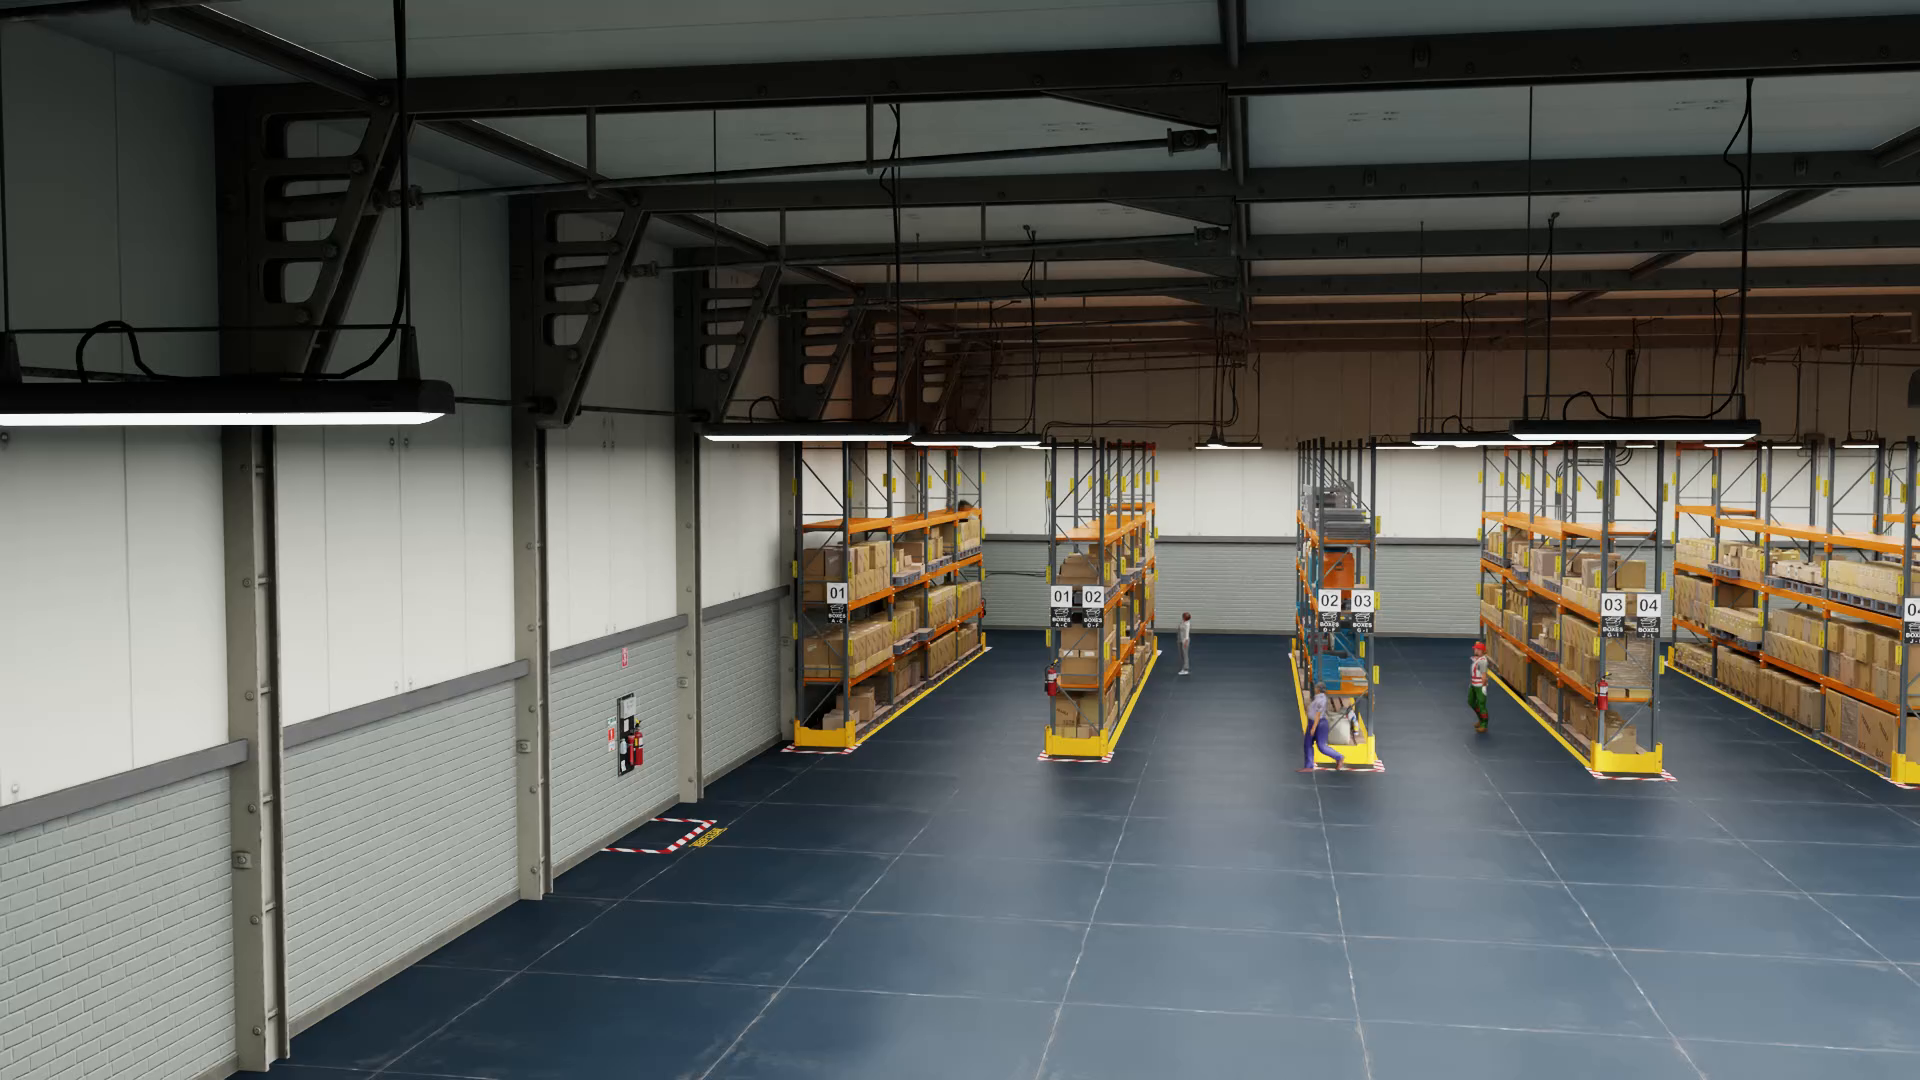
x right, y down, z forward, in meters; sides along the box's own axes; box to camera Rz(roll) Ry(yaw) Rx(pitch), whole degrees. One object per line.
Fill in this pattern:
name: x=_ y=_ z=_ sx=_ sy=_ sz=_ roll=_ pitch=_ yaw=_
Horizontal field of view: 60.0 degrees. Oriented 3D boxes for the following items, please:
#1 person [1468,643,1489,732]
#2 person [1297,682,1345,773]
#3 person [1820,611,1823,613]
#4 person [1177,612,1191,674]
person: x=10.687 y=3.004 z=34.129 sx=0.402 sy=1.793 sz=0.606 roll=0 pitch=3 yaw=2
person: x=6.421 y=3.347 z=29.669 sx=0.802 sy=1.616 sz=0.456 roll=-1 pitch=3 yaw=-17
person: x=21.619 y=2.640 z=41.706 sx=0.566 sy=1.780 sz=0.470 roll=-2 pitch=4 yaw=-33
person: x=5.800 y=2.659 z=43.071 sx=0.467 sy=1.604 sz=0.444 roll=-1 pitch=3 yaw=-25
